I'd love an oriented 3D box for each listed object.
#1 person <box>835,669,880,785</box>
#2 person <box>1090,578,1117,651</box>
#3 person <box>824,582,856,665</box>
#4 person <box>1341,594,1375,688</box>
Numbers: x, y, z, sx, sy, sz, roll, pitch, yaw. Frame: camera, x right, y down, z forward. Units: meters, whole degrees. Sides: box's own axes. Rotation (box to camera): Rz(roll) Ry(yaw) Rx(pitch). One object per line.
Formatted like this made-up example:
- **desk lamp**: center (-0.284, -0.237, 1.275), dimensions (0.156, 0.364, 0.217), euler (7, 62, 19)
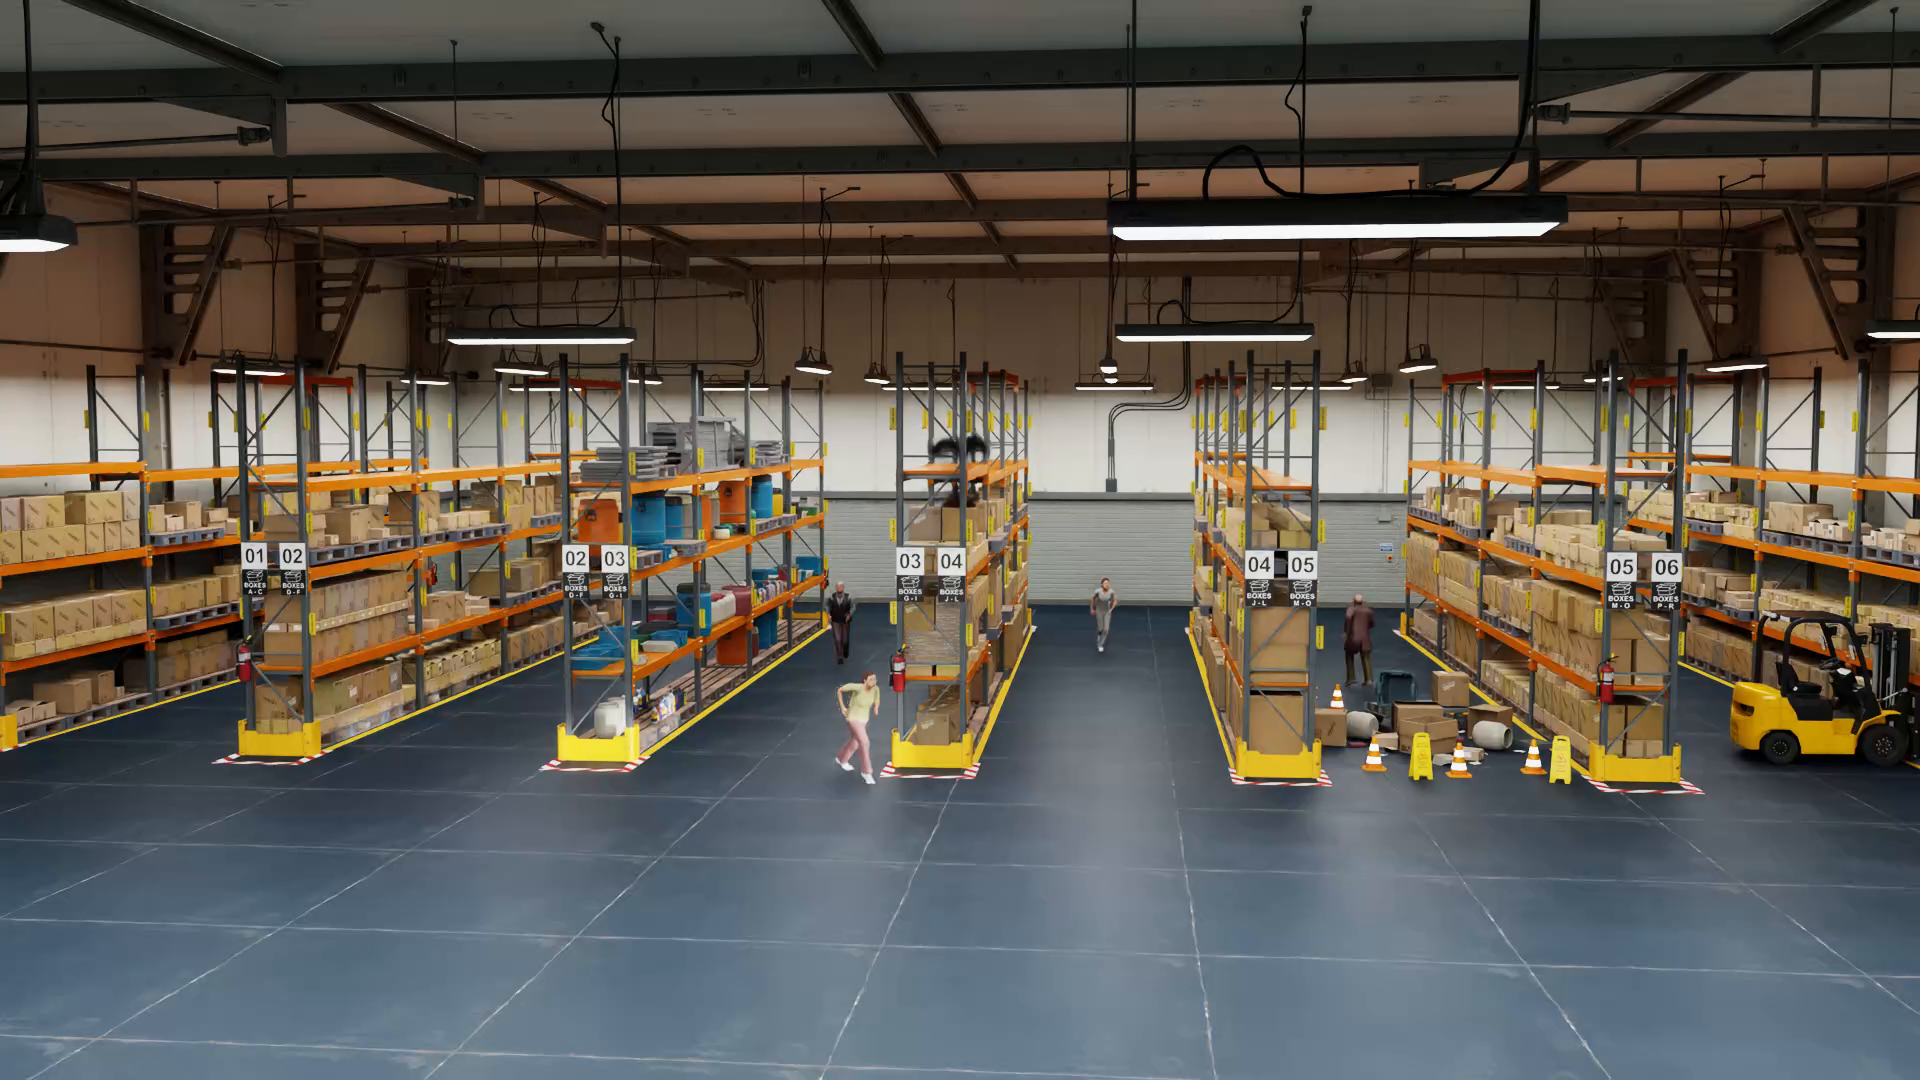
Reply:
- **person**: center (-1.477, 2.578, 23.288), dimensions (0.622, 1.629, 0.952), euler (-3, 5, -35)
- **person**: center (3.144, 1.616, 36.490), dimensions (0.556, 1.604, 0.630), euler (-1, 4, -9)
- **person**: center (-2.496, 1.706, 34.530), dimensions (0.674, 1.698, 0.699), euler (0, 4, -2)
- **person**: center (7.494, 1.915, 31.215), dimensions (0.710, 1.756, 1.061), euler (0, 4, -4)
